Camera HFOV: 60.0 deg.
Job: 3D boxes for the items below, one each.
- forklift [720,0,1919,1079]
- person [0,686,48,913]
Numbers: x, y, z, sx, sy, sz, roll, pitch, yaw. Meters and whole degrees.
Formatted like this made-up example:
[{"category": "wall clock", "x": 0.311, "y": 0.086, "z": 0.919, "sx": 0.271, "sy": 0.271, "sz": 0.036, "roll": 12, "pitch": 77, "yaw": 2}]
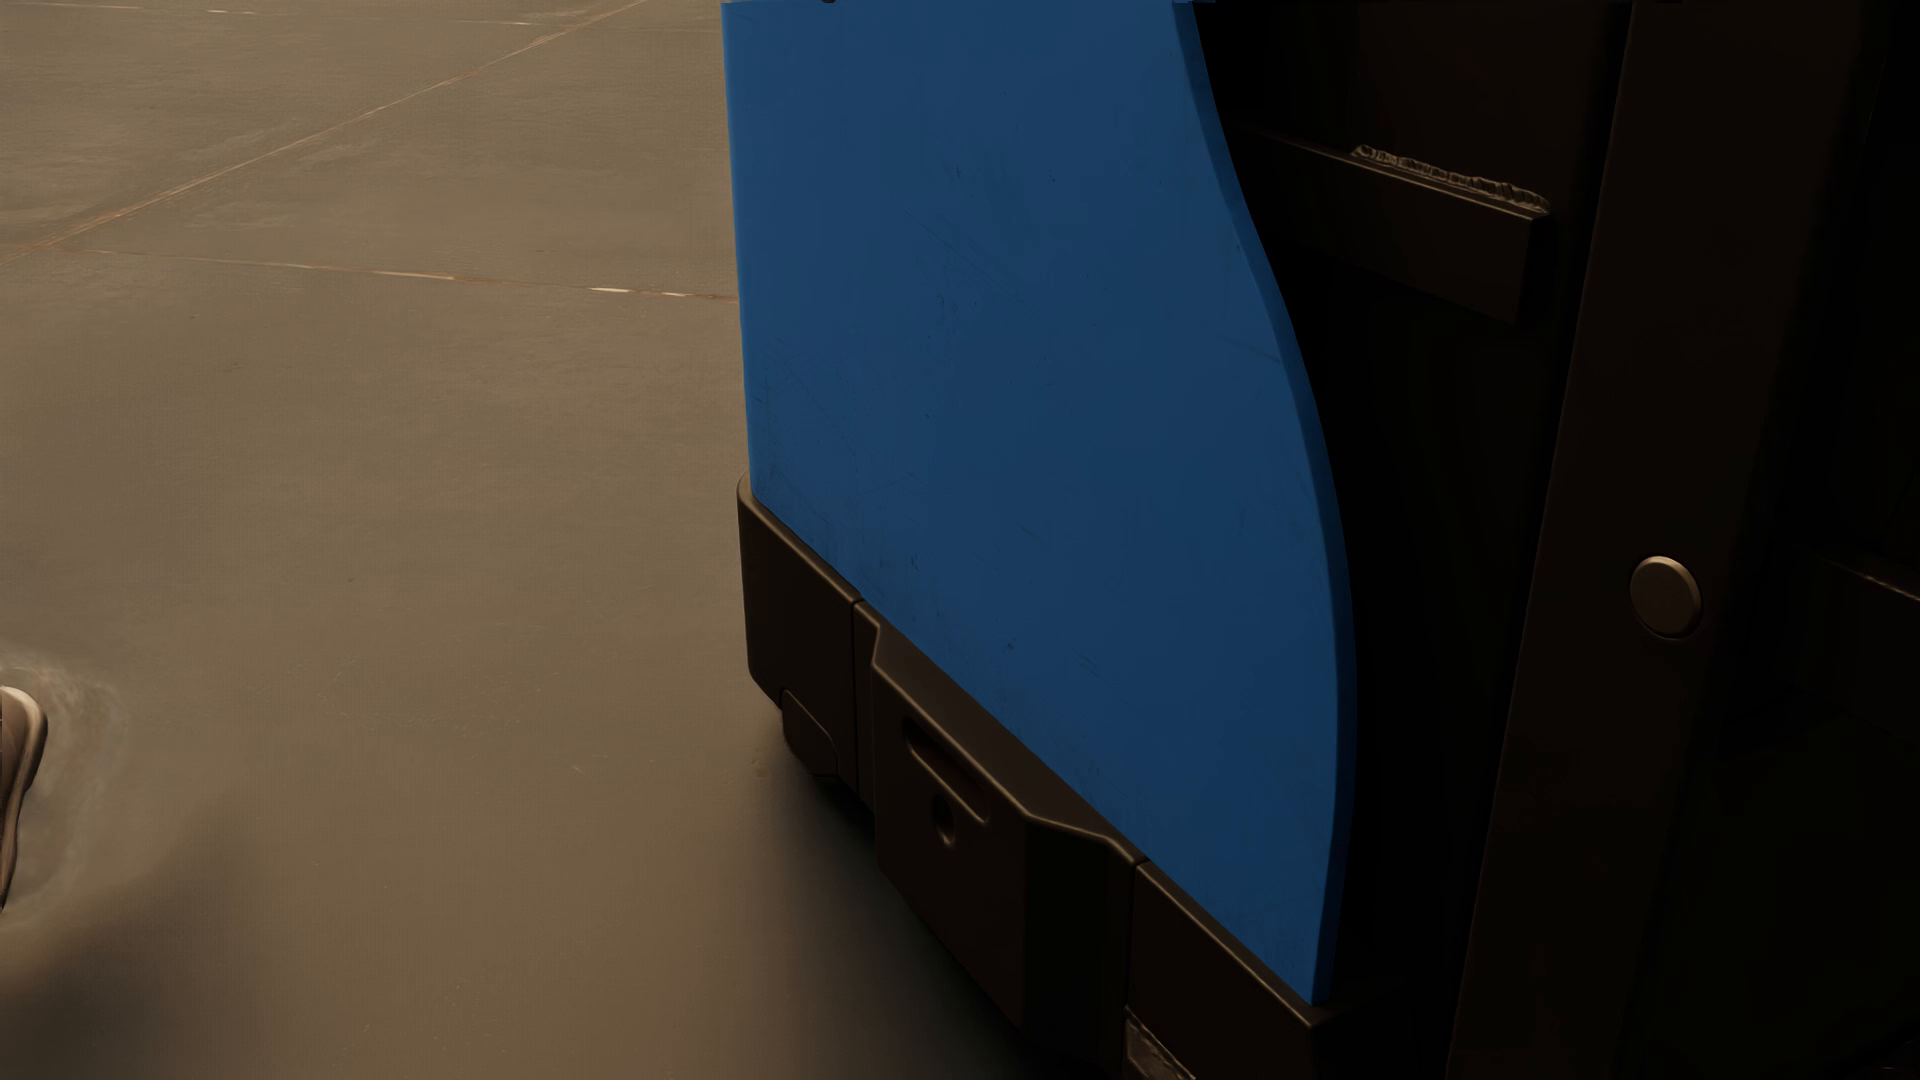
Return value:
[{"category": "forklift", "x": 0.915, "y": -0.643, "z": 0.520, "sx": 1.130, "sy": 2.935, "sz": 3.031, "roll": -15, "pitch": 30, "yaw": -27}, {"category": "person", "x": -1.419, "y": -0.135, "z": 1.167, "sx": 1.102, "sy": 1.565, "sz": 0.502, "roll": -5, "pitch": 27, "yaw": -9}]
